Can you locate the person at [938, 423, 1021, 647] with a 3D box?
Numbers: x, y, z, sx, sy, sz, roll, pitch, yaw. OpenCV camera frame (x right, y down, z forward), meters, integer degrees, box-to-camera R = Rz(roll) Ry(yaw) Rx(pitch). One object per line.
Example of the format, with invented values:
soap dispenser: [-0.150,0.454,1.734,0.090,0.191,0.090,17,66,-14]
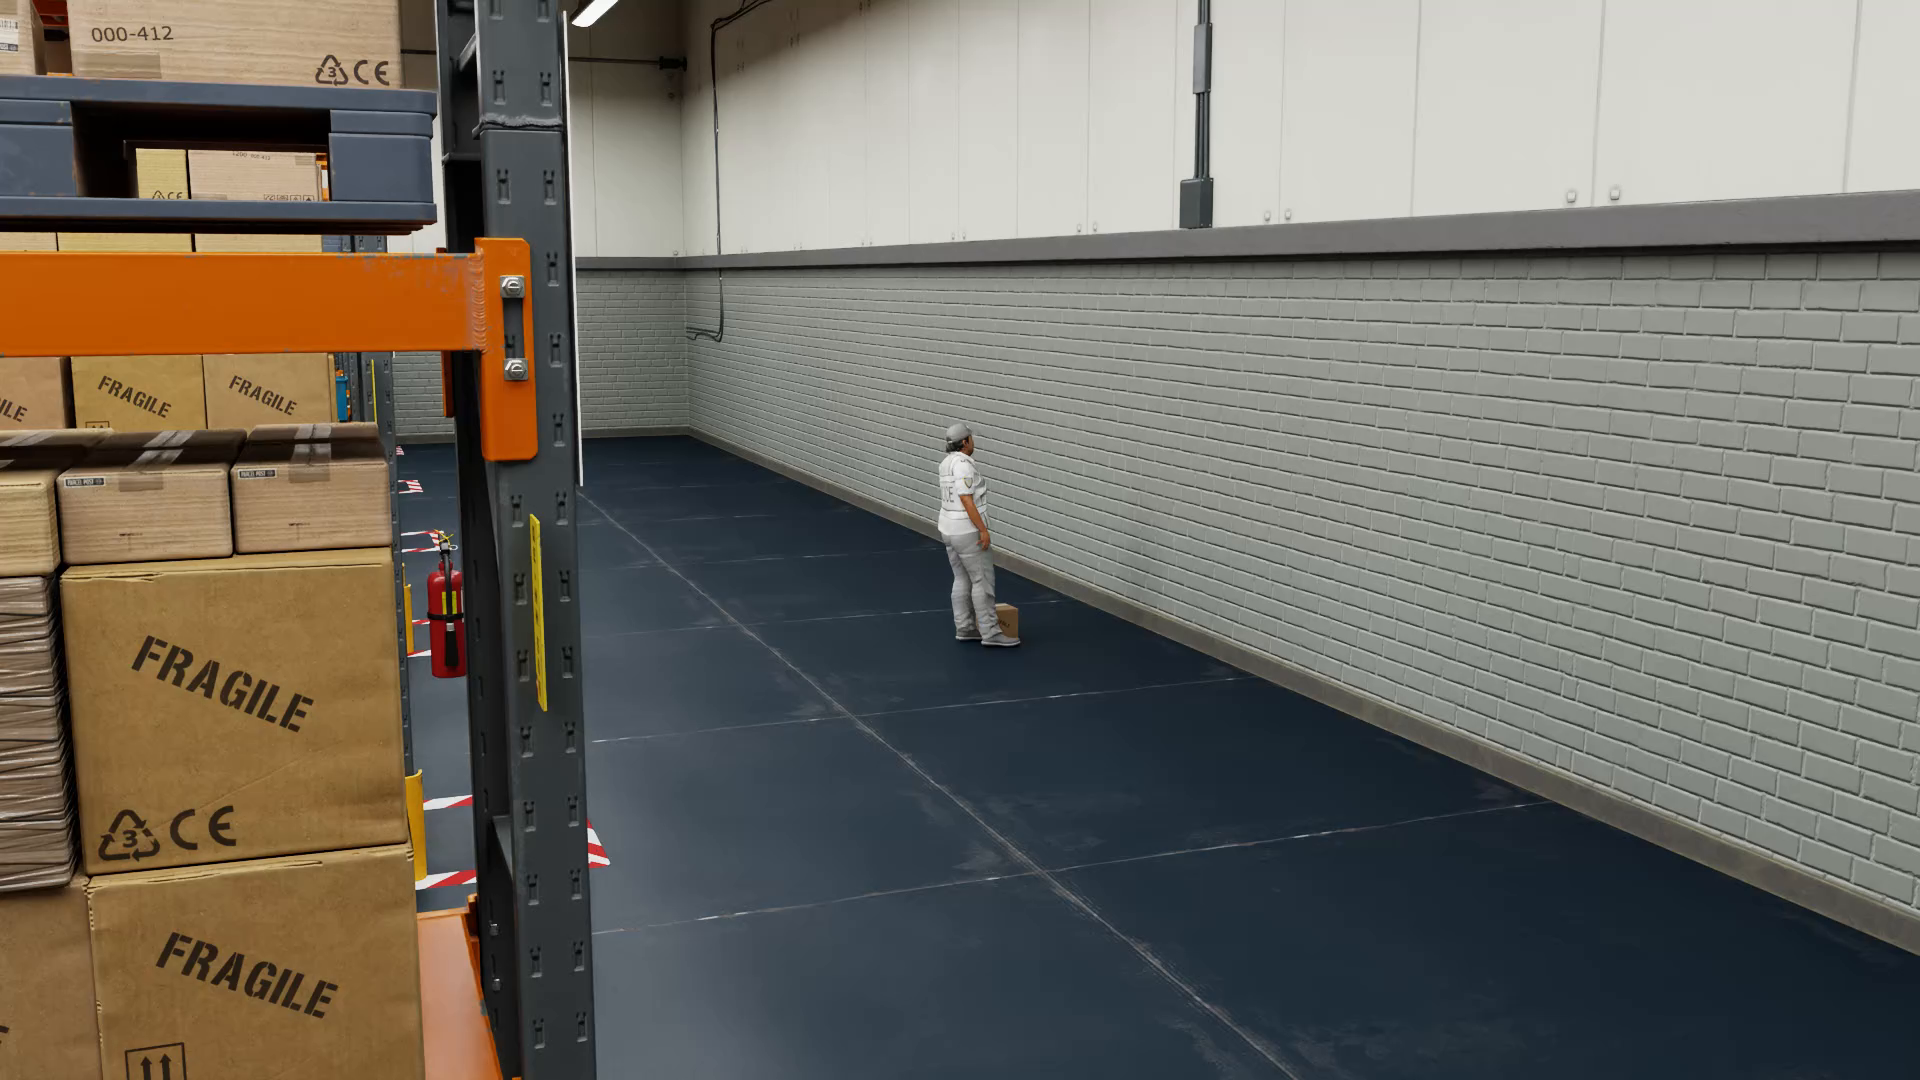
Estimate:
person: [0.124,-0.052,12.611,0.529,1.670,0.598,-3,10,-21]
